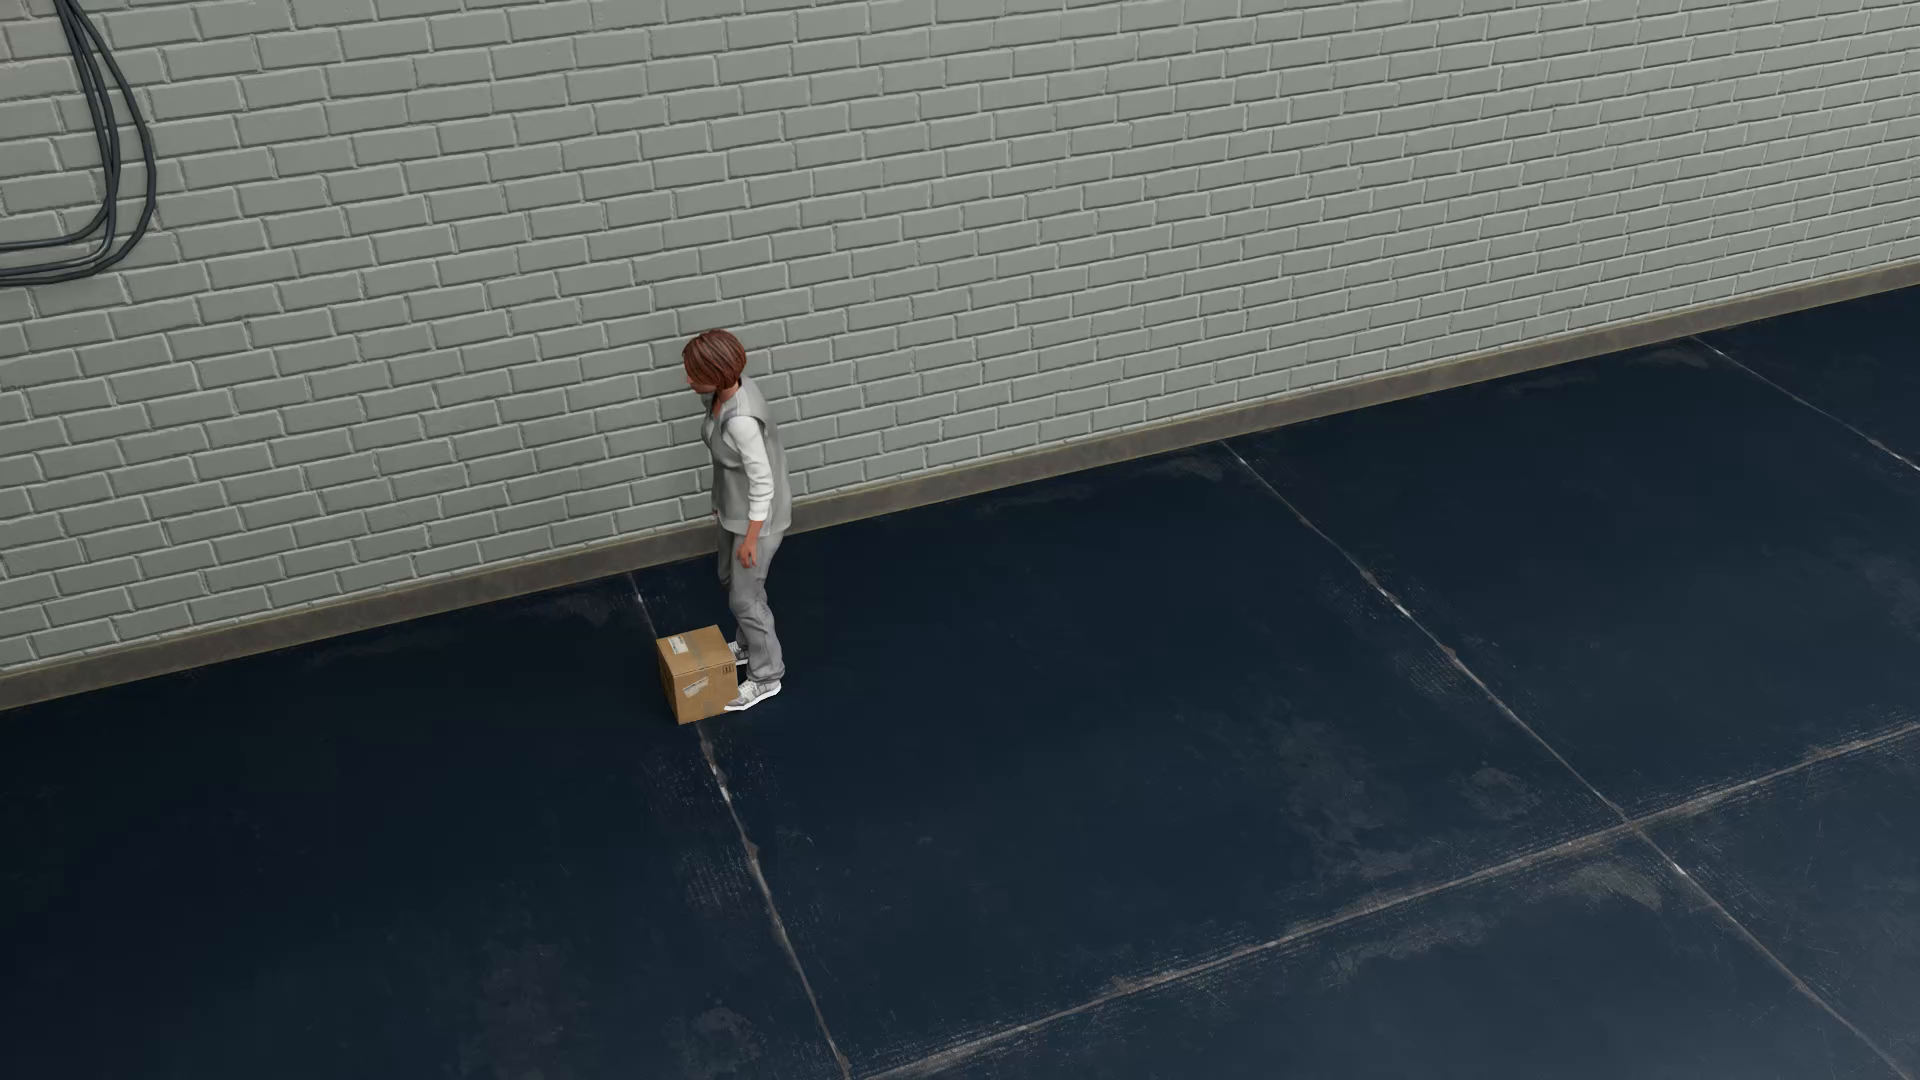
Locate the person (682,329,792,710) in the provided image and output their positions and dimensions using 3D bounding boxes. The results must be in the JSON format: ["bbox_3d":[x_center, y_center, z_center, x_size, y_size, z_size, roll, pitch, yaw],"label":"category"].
[{"bbox_3d":[-0.826,-0.077,6.276,0.364,1.582,0.463,-13,36,-19],"label":"person"}]
